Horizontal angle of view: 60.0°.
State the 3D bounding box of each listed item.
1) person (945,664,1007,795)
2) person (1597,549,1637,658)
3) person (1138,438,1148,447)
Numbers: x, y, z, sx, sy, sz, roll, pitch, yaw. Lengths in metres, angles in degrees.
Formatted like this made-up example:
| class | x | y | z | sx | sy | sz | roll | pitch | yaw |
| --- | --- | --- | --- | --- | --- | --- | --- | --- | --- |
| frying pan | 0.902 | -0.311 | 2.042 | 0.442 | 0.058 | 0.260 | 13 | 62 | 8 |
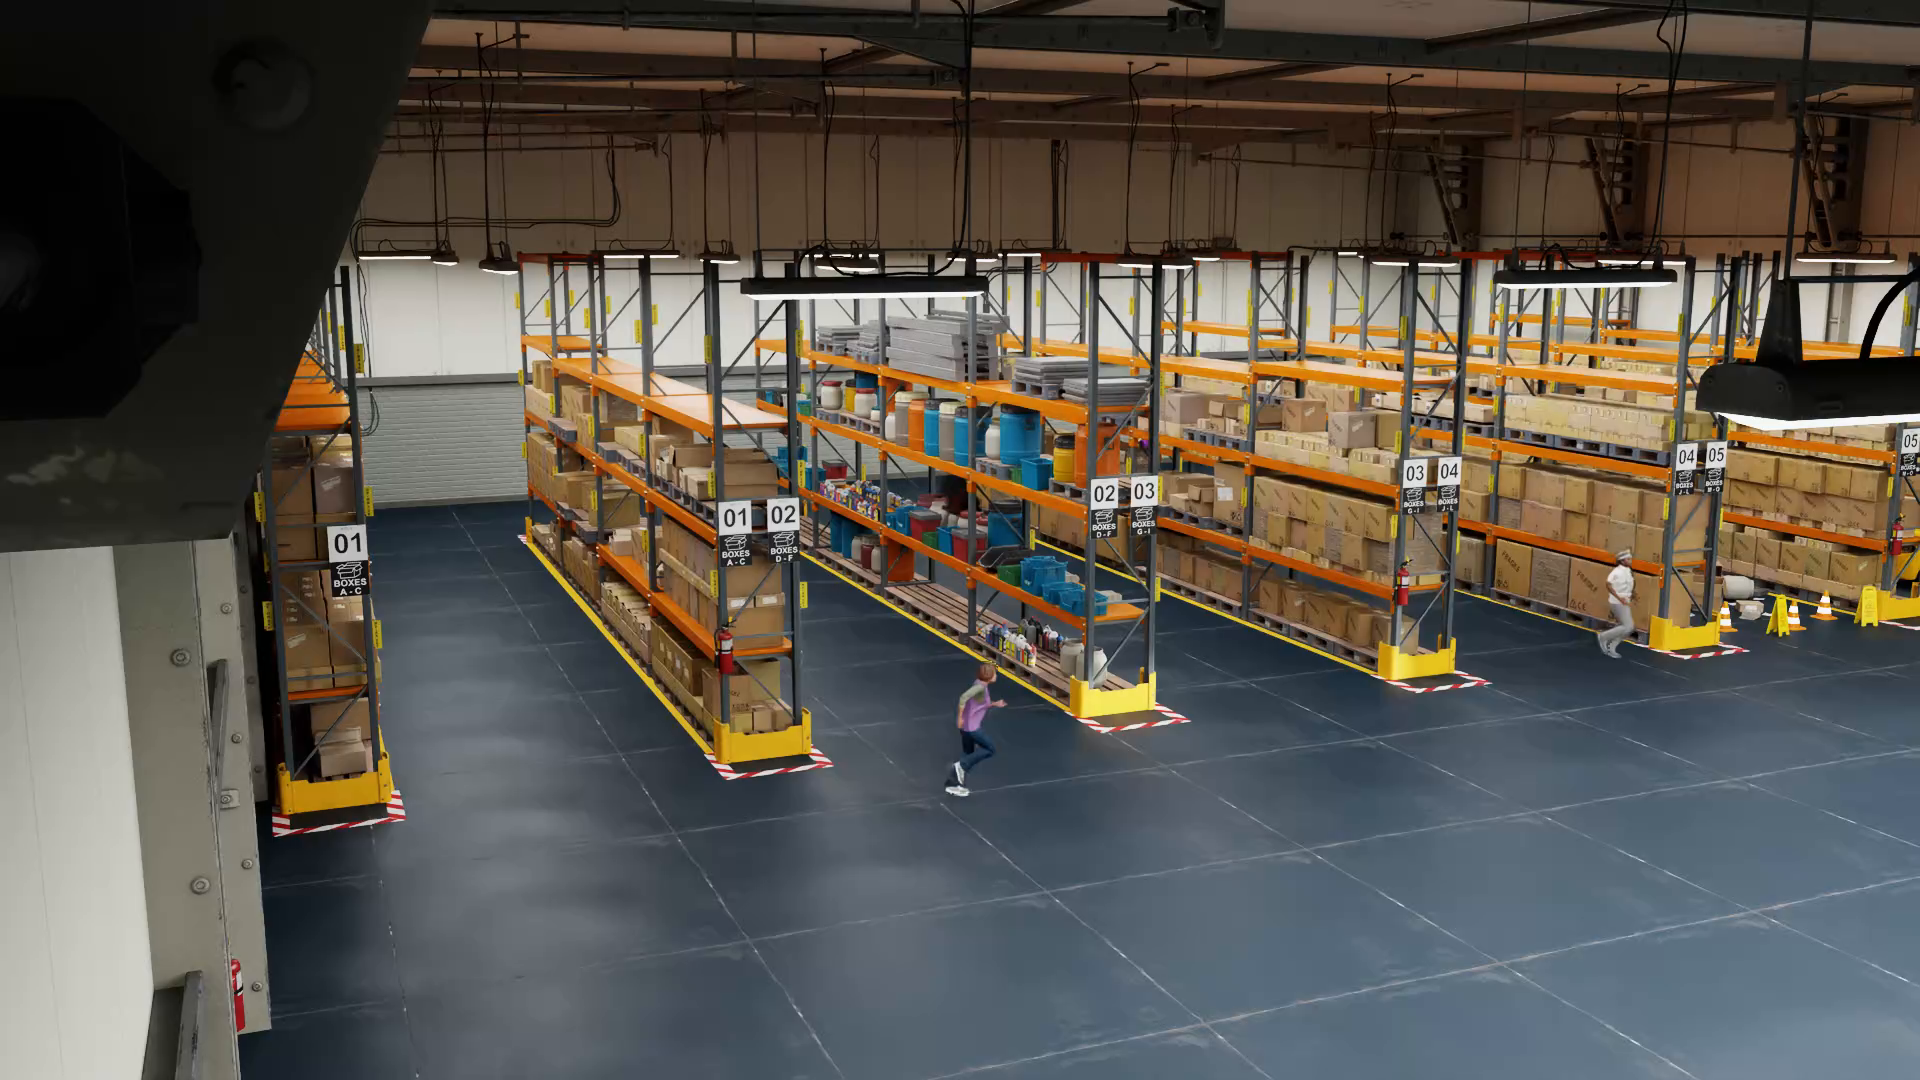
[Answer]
| class | x | y | z | sx | sy | sz | roll | pitch | yaw |
| --- | --- | --- | --- | --- | --- | --- | --- | --- | --- |
| person | 0.182 | 2.163 | 18.994 | 0.725 | 1.522 | 0.525 | -1 | 10 | -6 |
| person | 10.031 | 0.957 | 25.268 | 0.509 | 1.664 | 0.610 | 7 | 13 | 35 |
| person | 4.551 | -2.032 | 41.547 | 0.835 | 1.763 | 0.778 | -3 | 11 | -15 |
